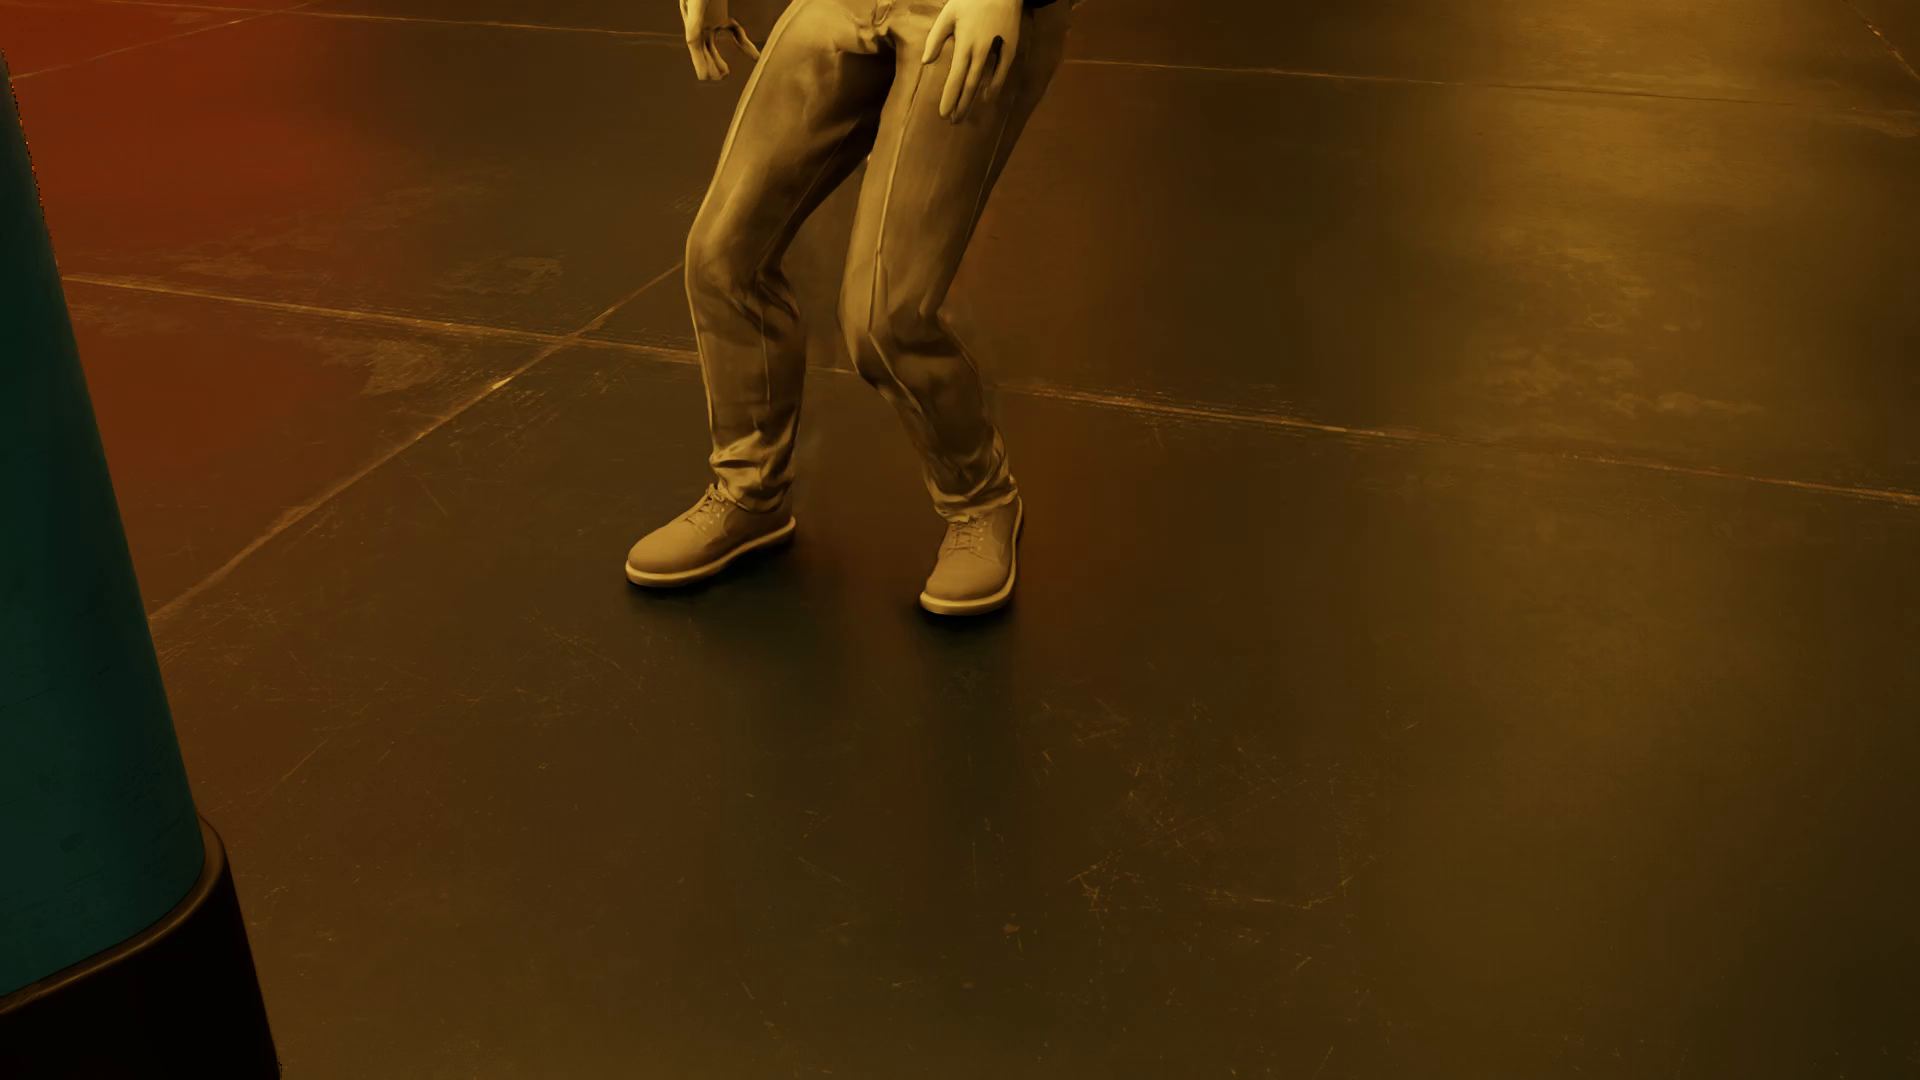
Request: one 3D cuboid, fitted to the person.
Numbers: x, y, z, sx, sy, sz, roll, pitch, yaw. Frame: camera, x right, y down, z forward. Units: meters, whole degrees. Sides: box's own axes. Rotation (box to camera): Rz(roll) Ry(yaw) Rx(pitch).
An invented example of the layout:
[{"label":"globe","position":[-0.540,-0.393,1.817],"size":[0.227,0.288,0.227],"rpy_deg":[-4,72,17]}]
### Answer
[{"label":"person","position":[-0.144,-0.677,2.033],"size":[0.569,1.628,0.671],"rpy_deg":[-20,33,-34]}]
